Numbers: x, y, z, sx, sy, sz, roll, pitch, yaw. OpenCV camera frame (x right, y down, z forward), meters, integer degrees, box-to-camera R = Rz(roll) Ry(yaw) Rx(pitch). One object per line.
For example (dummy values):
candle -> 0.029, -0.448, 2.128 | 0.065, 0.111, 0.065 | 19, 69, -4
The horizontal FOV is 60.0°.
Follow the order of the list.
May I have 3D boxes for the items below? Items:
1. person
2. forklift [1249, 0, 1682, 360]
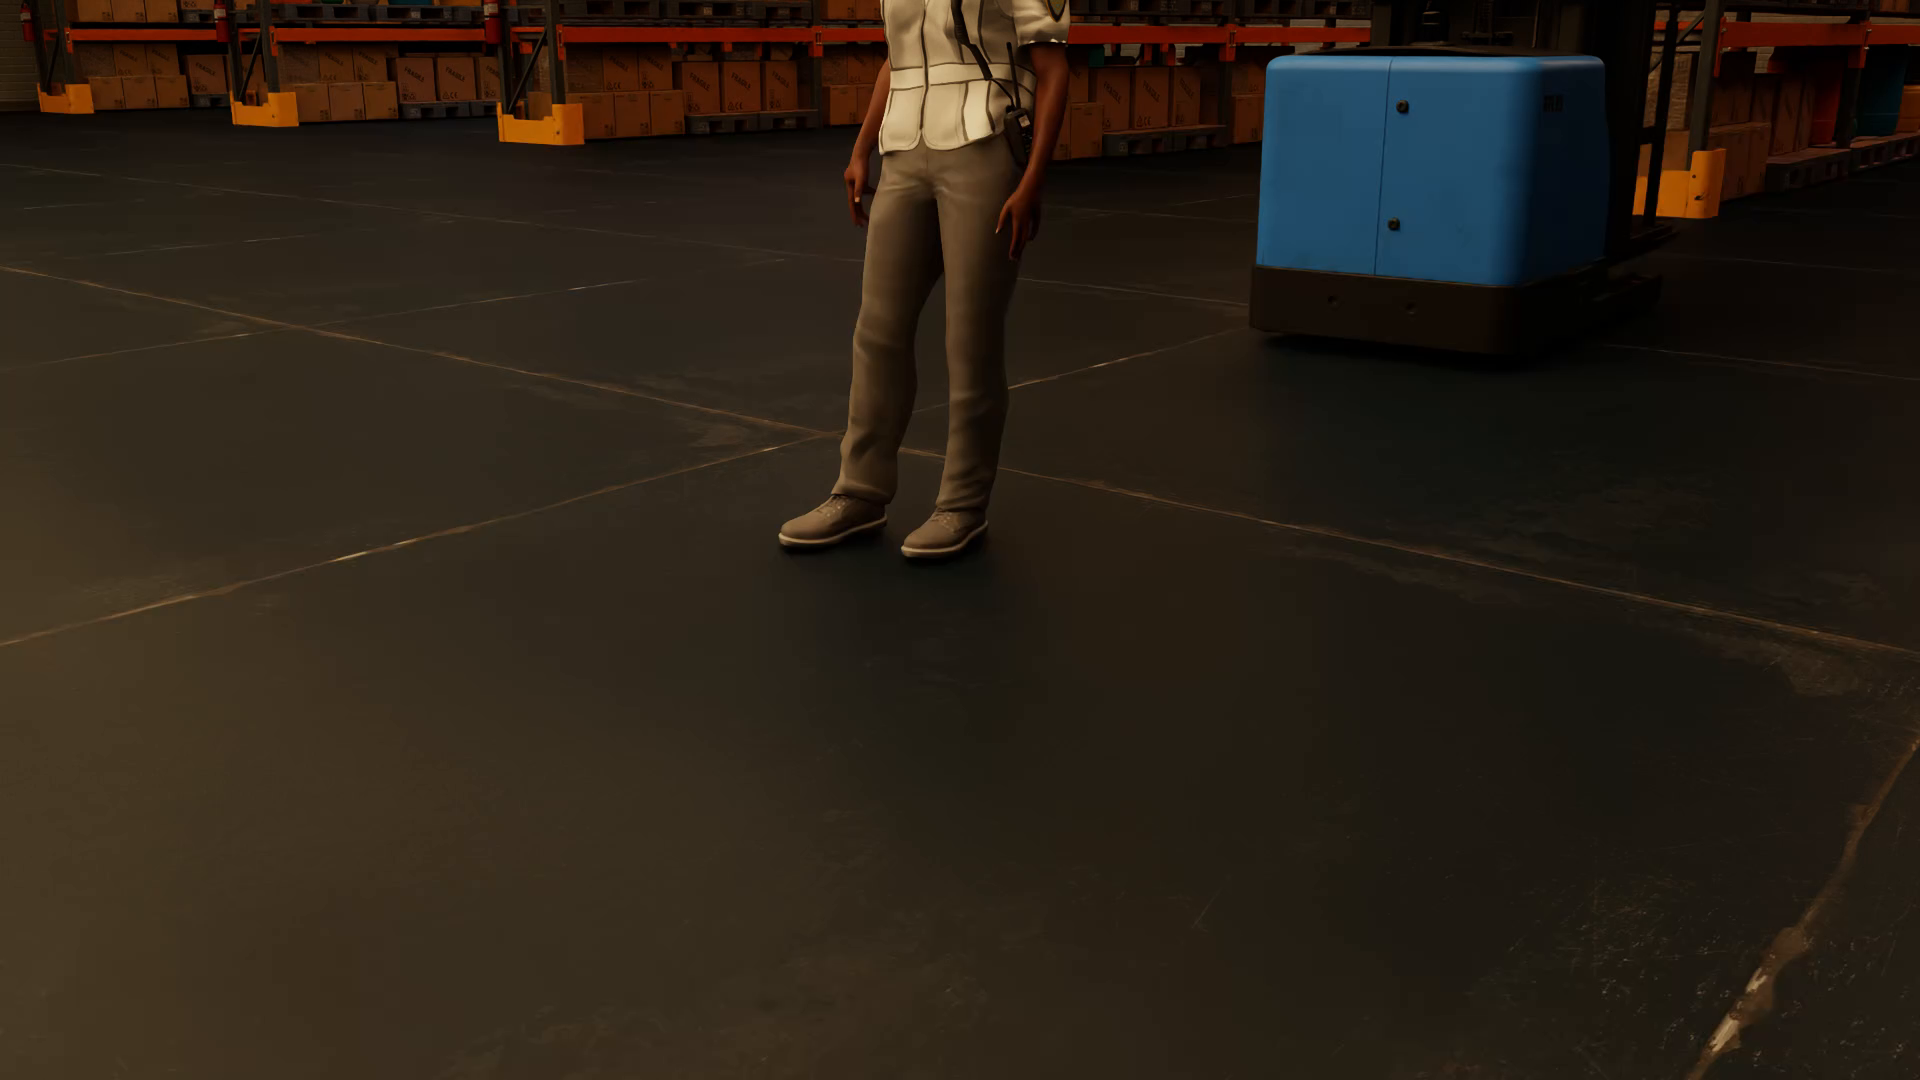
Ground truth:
person -> -0.063, -0.805, 3.651 | 0.569, 1.694, 0.530 | 13, 21, 37
forklift -> 2.385, -2.415, 6.852 | 1.130, 2.935, 3.031 | 12, 21, 34
